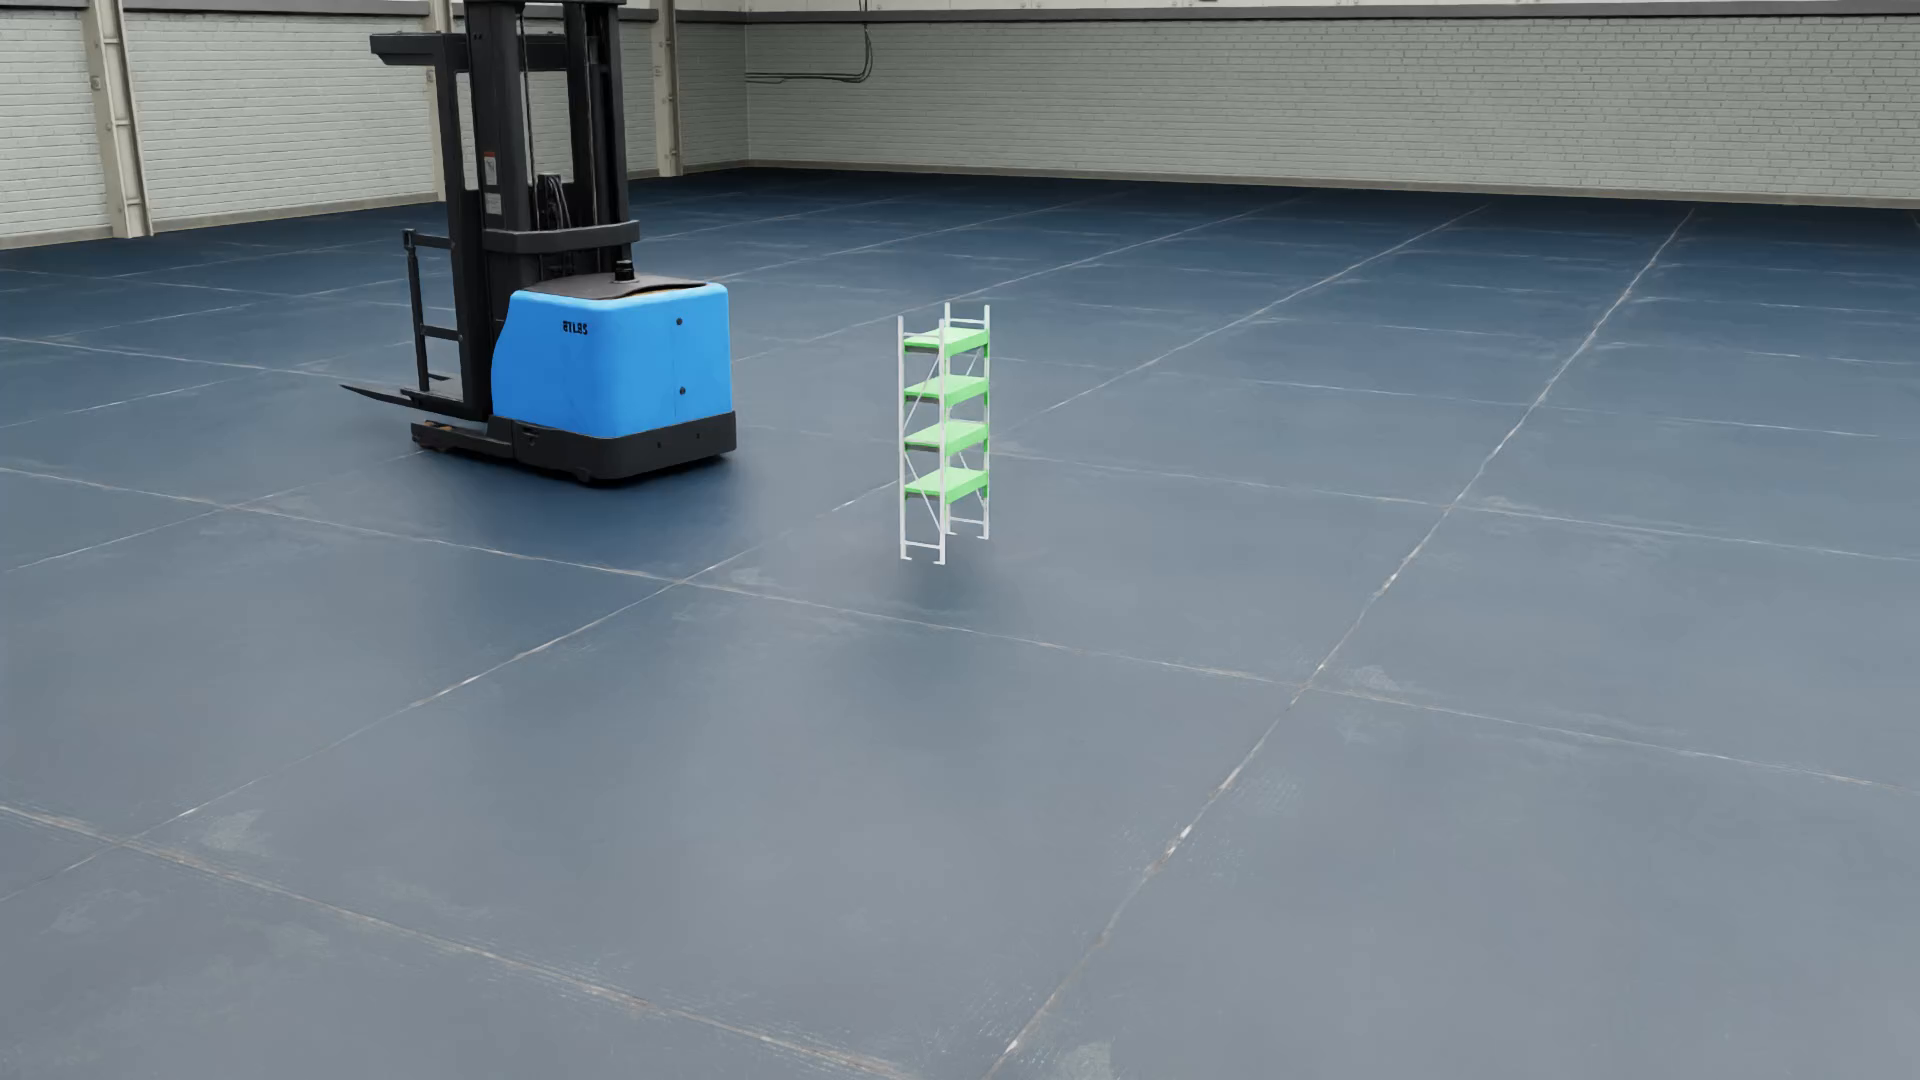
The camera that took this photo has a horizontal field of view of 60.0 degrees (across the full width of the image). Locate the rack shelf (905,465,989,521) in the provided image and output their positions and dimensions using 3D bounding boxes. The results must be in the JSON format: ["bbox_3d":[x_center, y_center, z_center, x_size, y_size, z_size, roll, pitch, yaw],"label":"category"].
[{"bbox_3d":[-0.074,-0.242,8.298,0.258,0.148,0.480,8,18,25],"label":"rack shelf"}]

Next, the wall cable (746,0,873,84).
[{"bbox_3d":[-3.141,-10.505,33.543,3.097,2.526,0.112,8,18,25],"label":"wall cable"}]

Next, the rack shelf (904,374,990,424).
[{"bbox_3d":[-0.074,-0.702,8.161,0.258,0.148,0.480,8,18,25],"label":"rack shelf"}]

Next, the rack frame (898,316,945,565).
[{"bbox_3d":[-0.183,-0.471,8.002,0.240,1.200,0.015,8,18,25],"label":"rack frame"}]

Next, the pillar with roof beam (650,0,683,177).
[{"bbox_3d":[-1.789,-10.864,29.297,9.100,9.000,0.400,8,18,25],"label":"pillar with roof beam"}]

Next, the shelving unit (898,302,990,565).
[{"bbox_3d":[-0.074,-0.533,8.212,0.258,1.200,0.503,8,18,25],"label":"shelving unit"}]

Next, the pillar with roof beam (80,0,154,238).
[{"bbox_3d":[-7.151,-7.807,19.006,9.100,9.000,0.400,8,18,25],"label":"pillar with roof beam"}]

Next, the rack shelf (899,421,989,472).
[{"bbox_3d":[-0.074,-0.472,8.230,0.258,0.148,0.480,8,18,25],"label":"rack shelf"}]

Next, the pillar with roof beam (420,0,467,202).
[{"bbox_3d":[-4.470,-9.336,24.151,9.100,9.000,0.400,8,18,25],"label":"pillar with roof beam"}]

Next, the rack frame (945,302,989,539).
[{"bbox_3d":[0.035,-0.595,8.421,0.240,1.200,0.015,8,18,25],"label":"rack frame"}]

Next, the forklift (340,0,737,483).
[{"bbox_3d":[-2.828,-2.053,10.289,3.031,2.935,1.130,13,21,37],"label":"forklift"}]

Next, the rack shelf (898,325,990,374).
[{"bbox_3d":[-0.074,-0.932,8.093,0.258,0.148,0.480,8,18,25],"label":"rack shelf"}]
